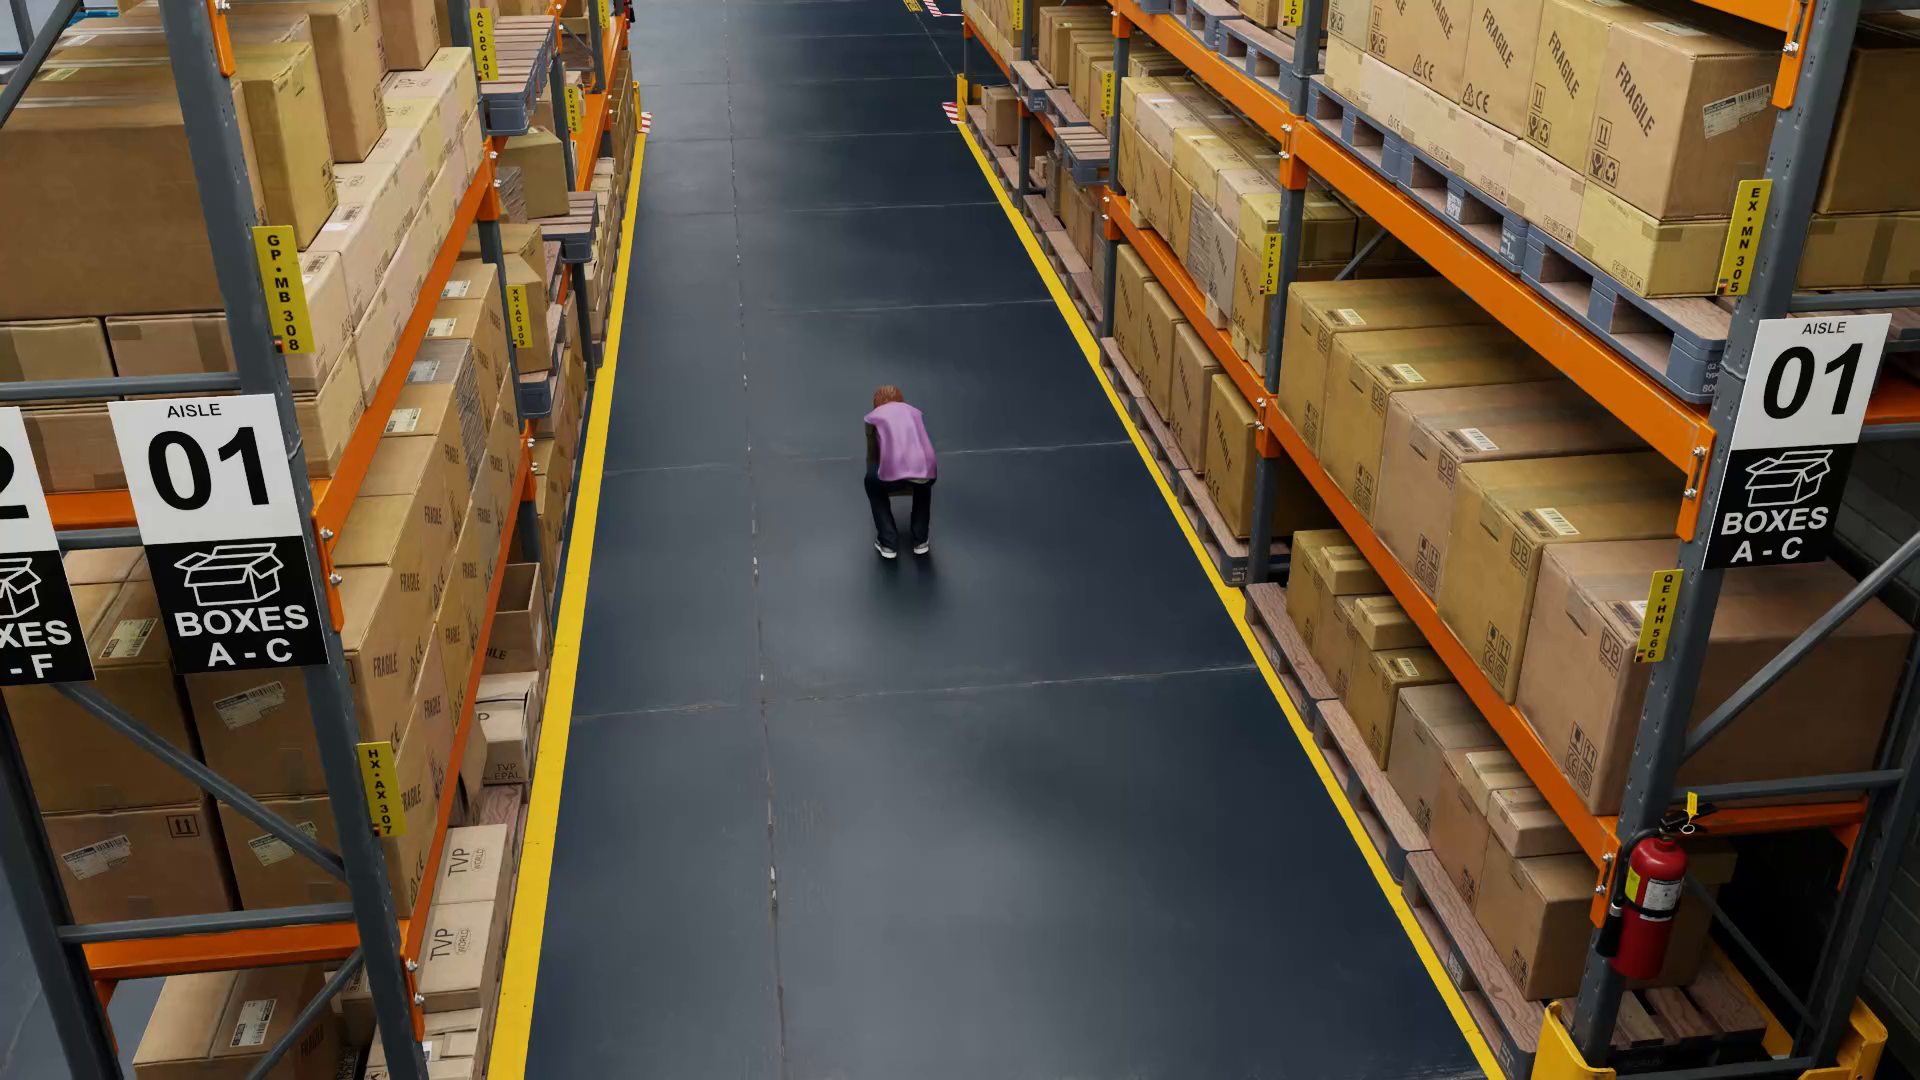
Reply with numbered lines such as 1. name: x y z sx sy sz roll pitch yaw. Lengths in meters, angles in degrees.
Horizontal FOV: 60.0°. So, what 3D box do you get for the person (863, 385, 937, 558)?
1. person: -0.370 -0.399 10.147 0.428 0.904 0.853 -5 28 -9
